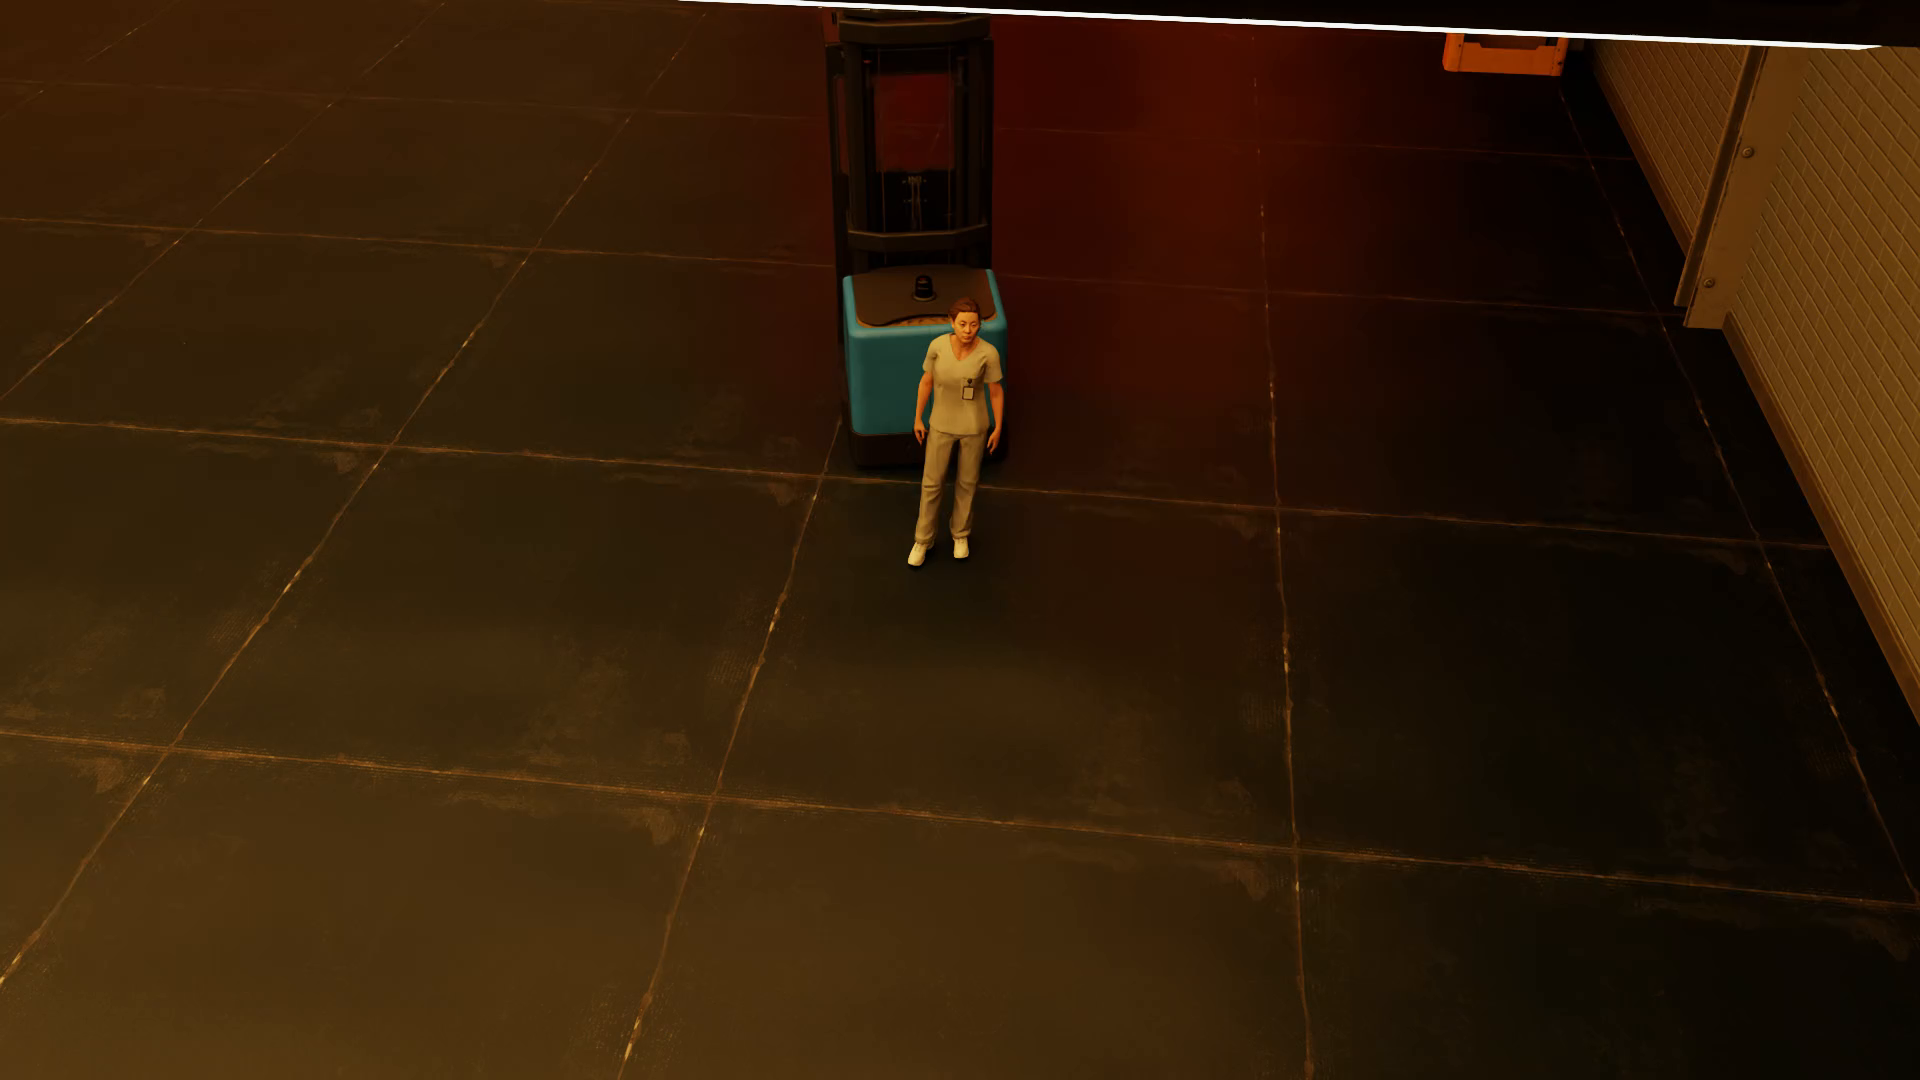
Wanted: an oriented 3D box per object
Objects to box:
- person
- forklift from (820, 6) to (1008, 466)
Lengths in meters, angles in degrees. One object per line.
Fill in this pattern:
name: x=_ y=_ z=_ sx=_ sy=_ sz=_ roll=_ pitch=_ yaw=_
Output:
person: x=-0.023 y=-0.633 z=9.945 sx=0.549 sy=1.663 sz=0.549 roll=4 pitch=37 yaw=6
forklift: x=-0.352 y=-2.533 z=11.466 sx=1.130 sy=2.935 sz=3.031 roll=-4 pitch=37 yaw=-5
